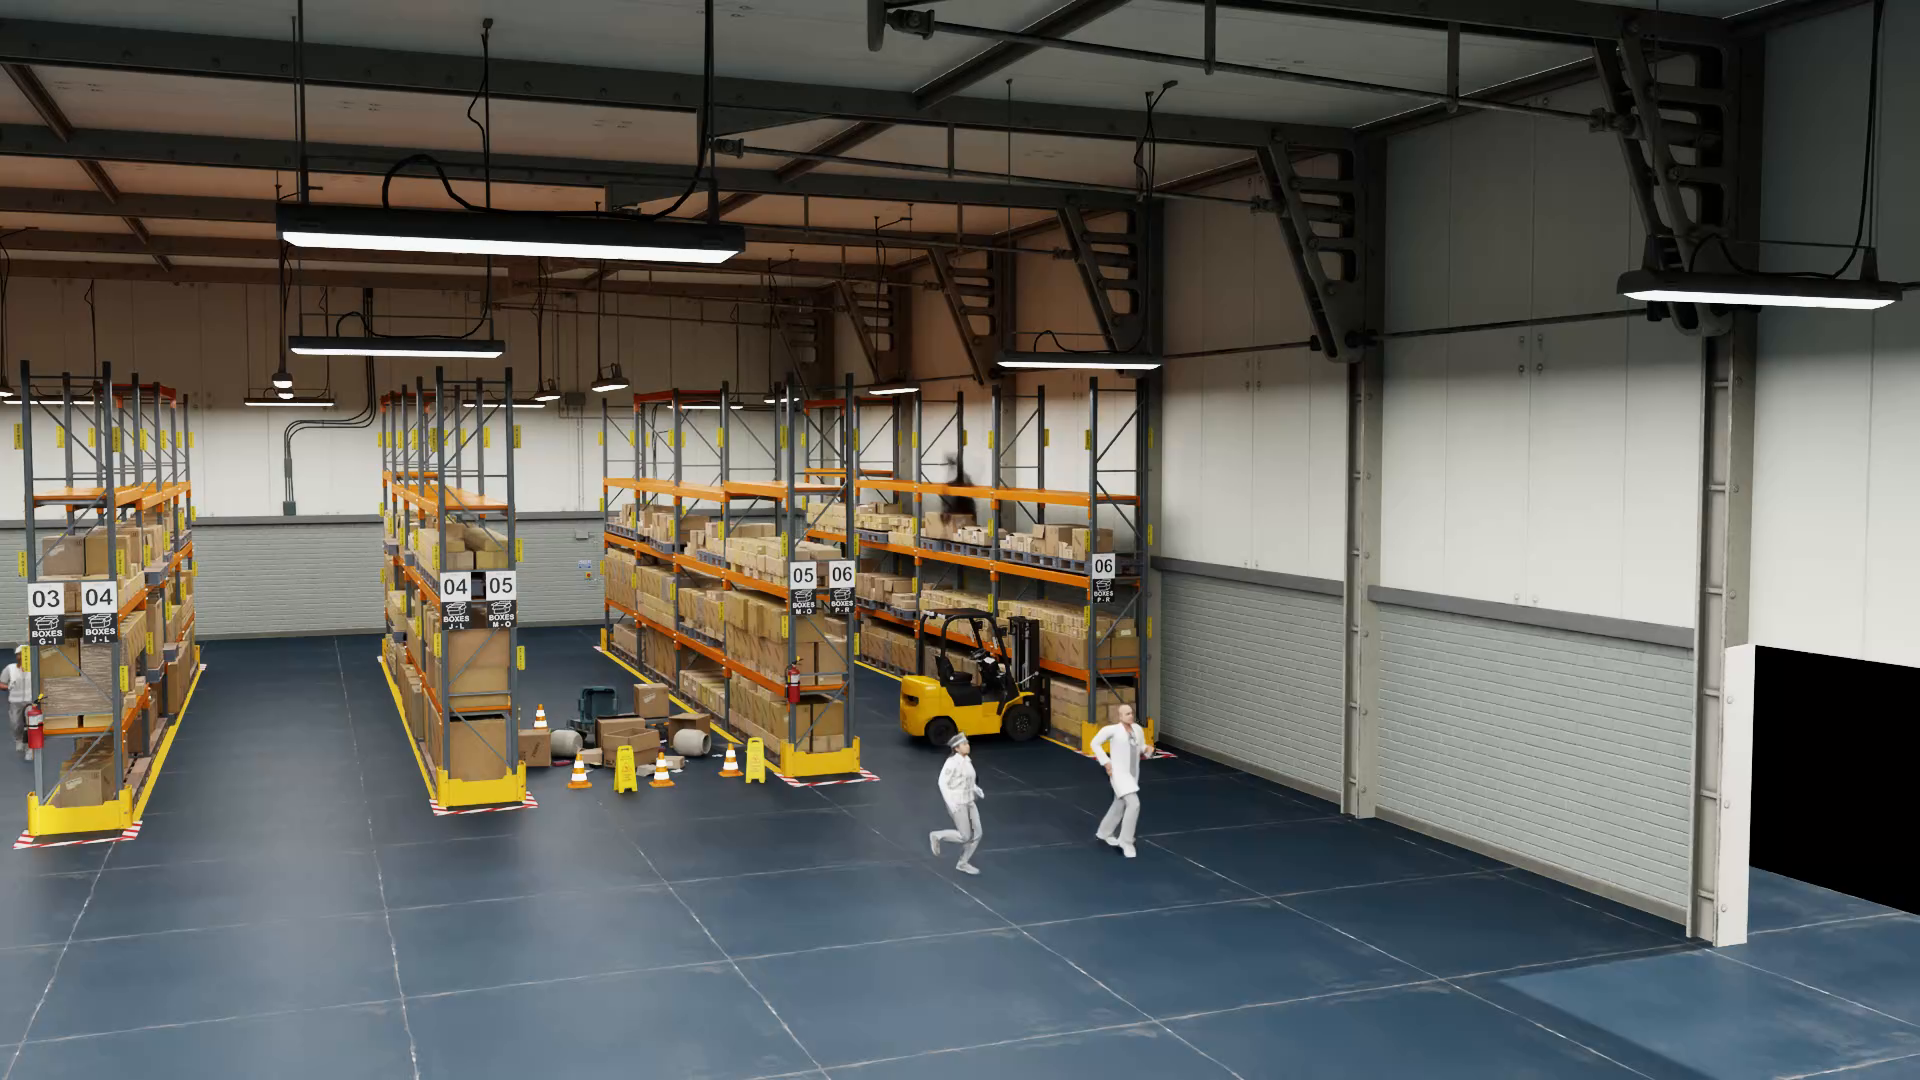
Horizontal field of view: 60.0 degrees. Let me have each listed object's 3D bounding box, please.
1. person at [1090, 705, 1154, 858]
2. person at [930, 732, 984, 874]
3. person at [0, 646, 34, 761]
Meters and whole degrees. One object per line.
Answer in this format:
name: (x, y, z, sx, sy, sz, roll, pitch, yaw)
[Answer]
person: (1.999, 2.916, 20.217, 0.665, 1.856, 0.844, -3, 5, -43)
person: (-0.027, 3.026, 19.262, 0.588, 1.637, 0.622, 2, 4, 30)
person: (-14.629, 2.529, 25.996, 0.690, 1.759, 1.004, -2, 4, -26)
